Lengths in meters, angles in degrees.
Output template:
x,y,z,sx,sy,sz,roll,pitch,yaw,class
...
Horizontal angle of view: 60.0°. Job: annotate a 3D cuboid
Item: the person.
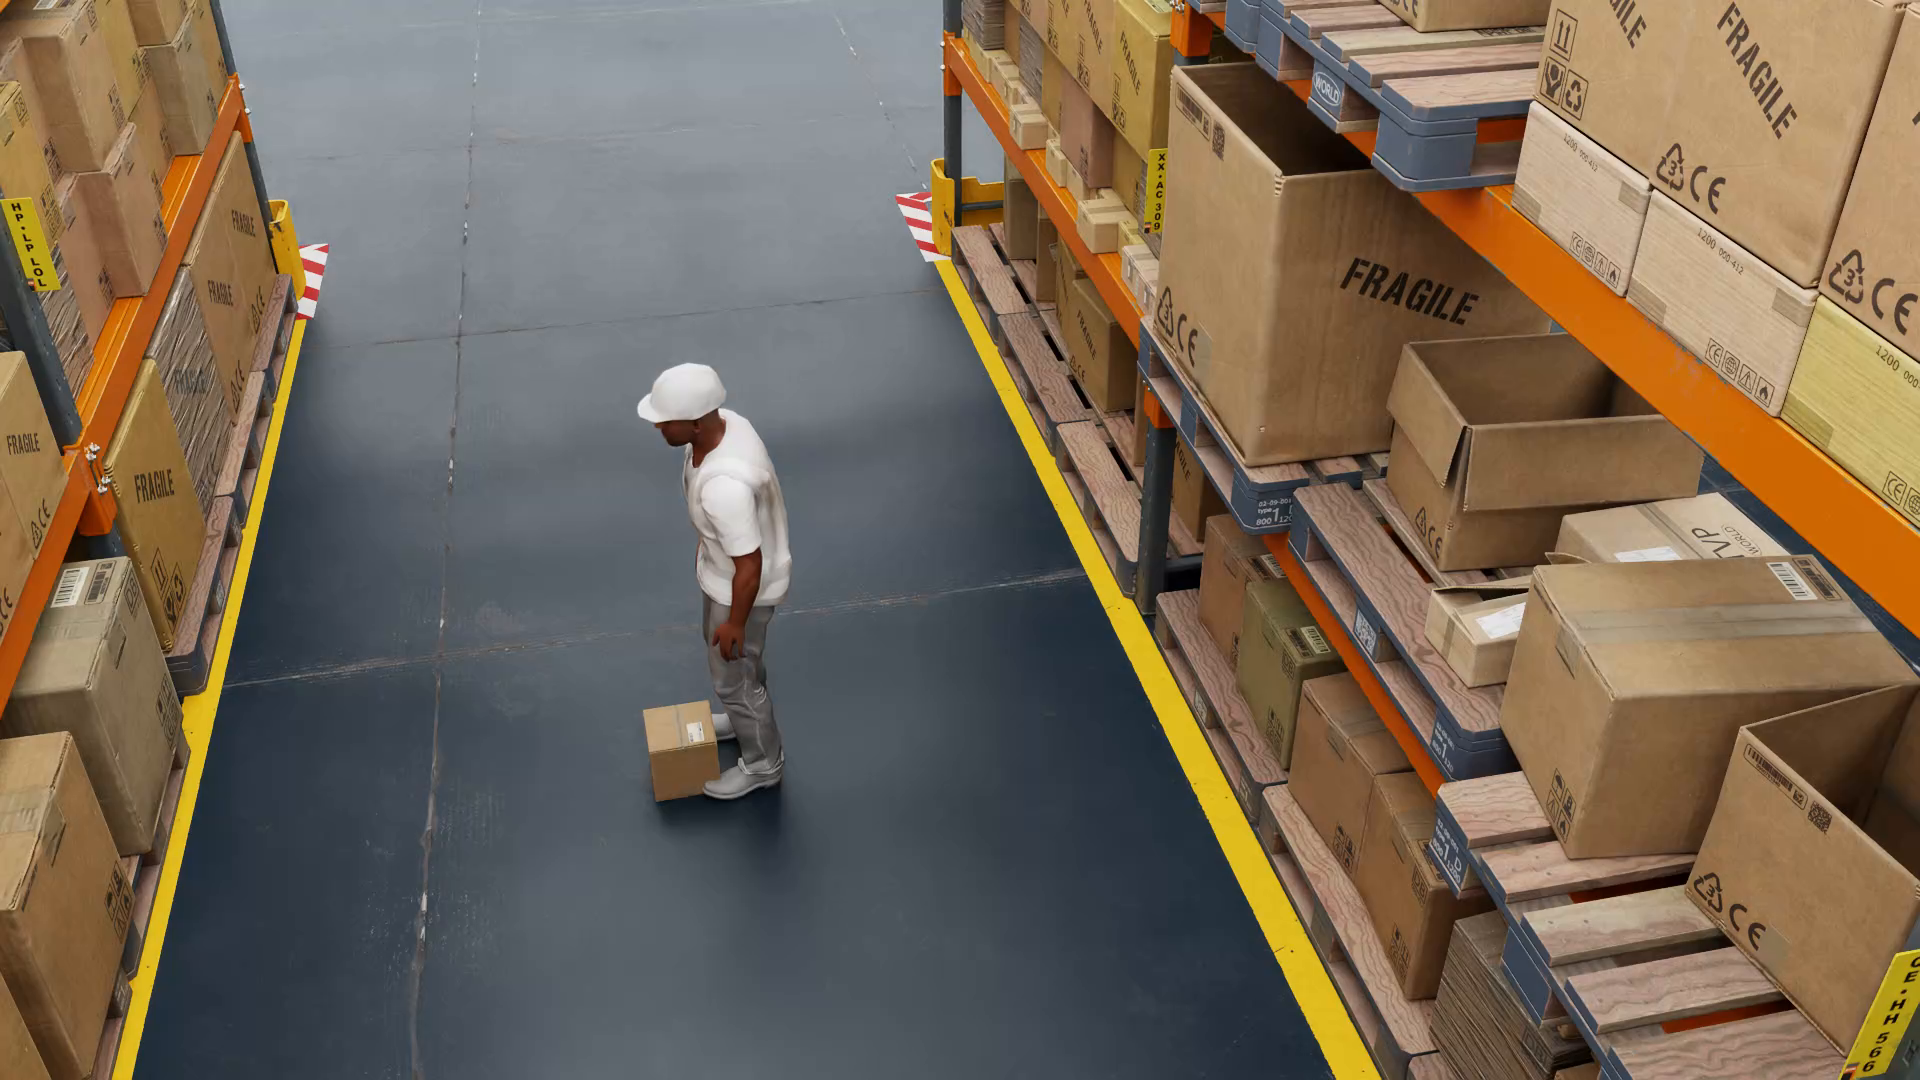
x,y,z,sx,sy,sz,roll,pitch,yaw,class
-0.836,0.140,5.920,0.463,1.760,0.632,-8,35,-11,person
